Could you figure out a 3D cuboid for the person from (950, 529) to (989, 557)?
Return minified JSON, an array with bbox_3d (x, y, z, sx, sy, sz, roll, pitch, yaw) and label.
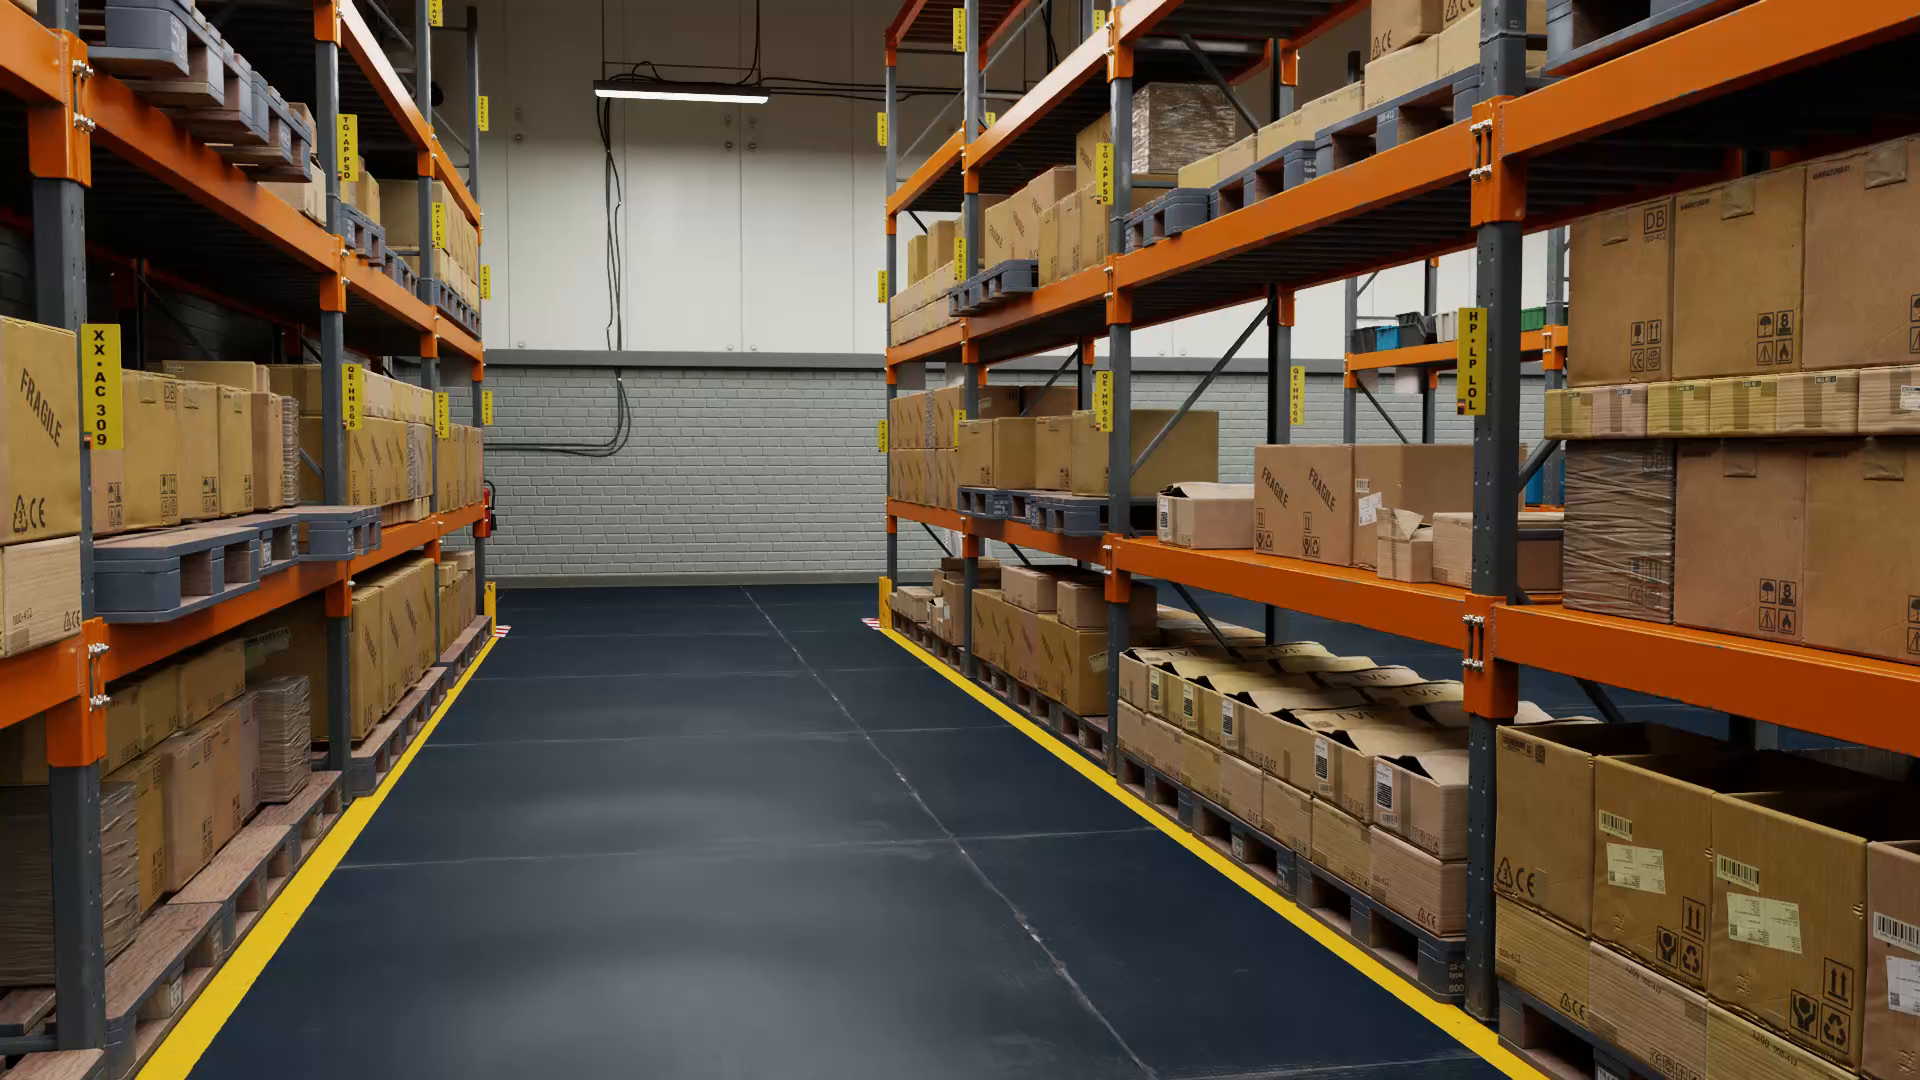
[{"bbox_3d":[0.088,-0.118,19.150,0.490,1.771,0.566,-1,3,-11],"label":"person"}]
